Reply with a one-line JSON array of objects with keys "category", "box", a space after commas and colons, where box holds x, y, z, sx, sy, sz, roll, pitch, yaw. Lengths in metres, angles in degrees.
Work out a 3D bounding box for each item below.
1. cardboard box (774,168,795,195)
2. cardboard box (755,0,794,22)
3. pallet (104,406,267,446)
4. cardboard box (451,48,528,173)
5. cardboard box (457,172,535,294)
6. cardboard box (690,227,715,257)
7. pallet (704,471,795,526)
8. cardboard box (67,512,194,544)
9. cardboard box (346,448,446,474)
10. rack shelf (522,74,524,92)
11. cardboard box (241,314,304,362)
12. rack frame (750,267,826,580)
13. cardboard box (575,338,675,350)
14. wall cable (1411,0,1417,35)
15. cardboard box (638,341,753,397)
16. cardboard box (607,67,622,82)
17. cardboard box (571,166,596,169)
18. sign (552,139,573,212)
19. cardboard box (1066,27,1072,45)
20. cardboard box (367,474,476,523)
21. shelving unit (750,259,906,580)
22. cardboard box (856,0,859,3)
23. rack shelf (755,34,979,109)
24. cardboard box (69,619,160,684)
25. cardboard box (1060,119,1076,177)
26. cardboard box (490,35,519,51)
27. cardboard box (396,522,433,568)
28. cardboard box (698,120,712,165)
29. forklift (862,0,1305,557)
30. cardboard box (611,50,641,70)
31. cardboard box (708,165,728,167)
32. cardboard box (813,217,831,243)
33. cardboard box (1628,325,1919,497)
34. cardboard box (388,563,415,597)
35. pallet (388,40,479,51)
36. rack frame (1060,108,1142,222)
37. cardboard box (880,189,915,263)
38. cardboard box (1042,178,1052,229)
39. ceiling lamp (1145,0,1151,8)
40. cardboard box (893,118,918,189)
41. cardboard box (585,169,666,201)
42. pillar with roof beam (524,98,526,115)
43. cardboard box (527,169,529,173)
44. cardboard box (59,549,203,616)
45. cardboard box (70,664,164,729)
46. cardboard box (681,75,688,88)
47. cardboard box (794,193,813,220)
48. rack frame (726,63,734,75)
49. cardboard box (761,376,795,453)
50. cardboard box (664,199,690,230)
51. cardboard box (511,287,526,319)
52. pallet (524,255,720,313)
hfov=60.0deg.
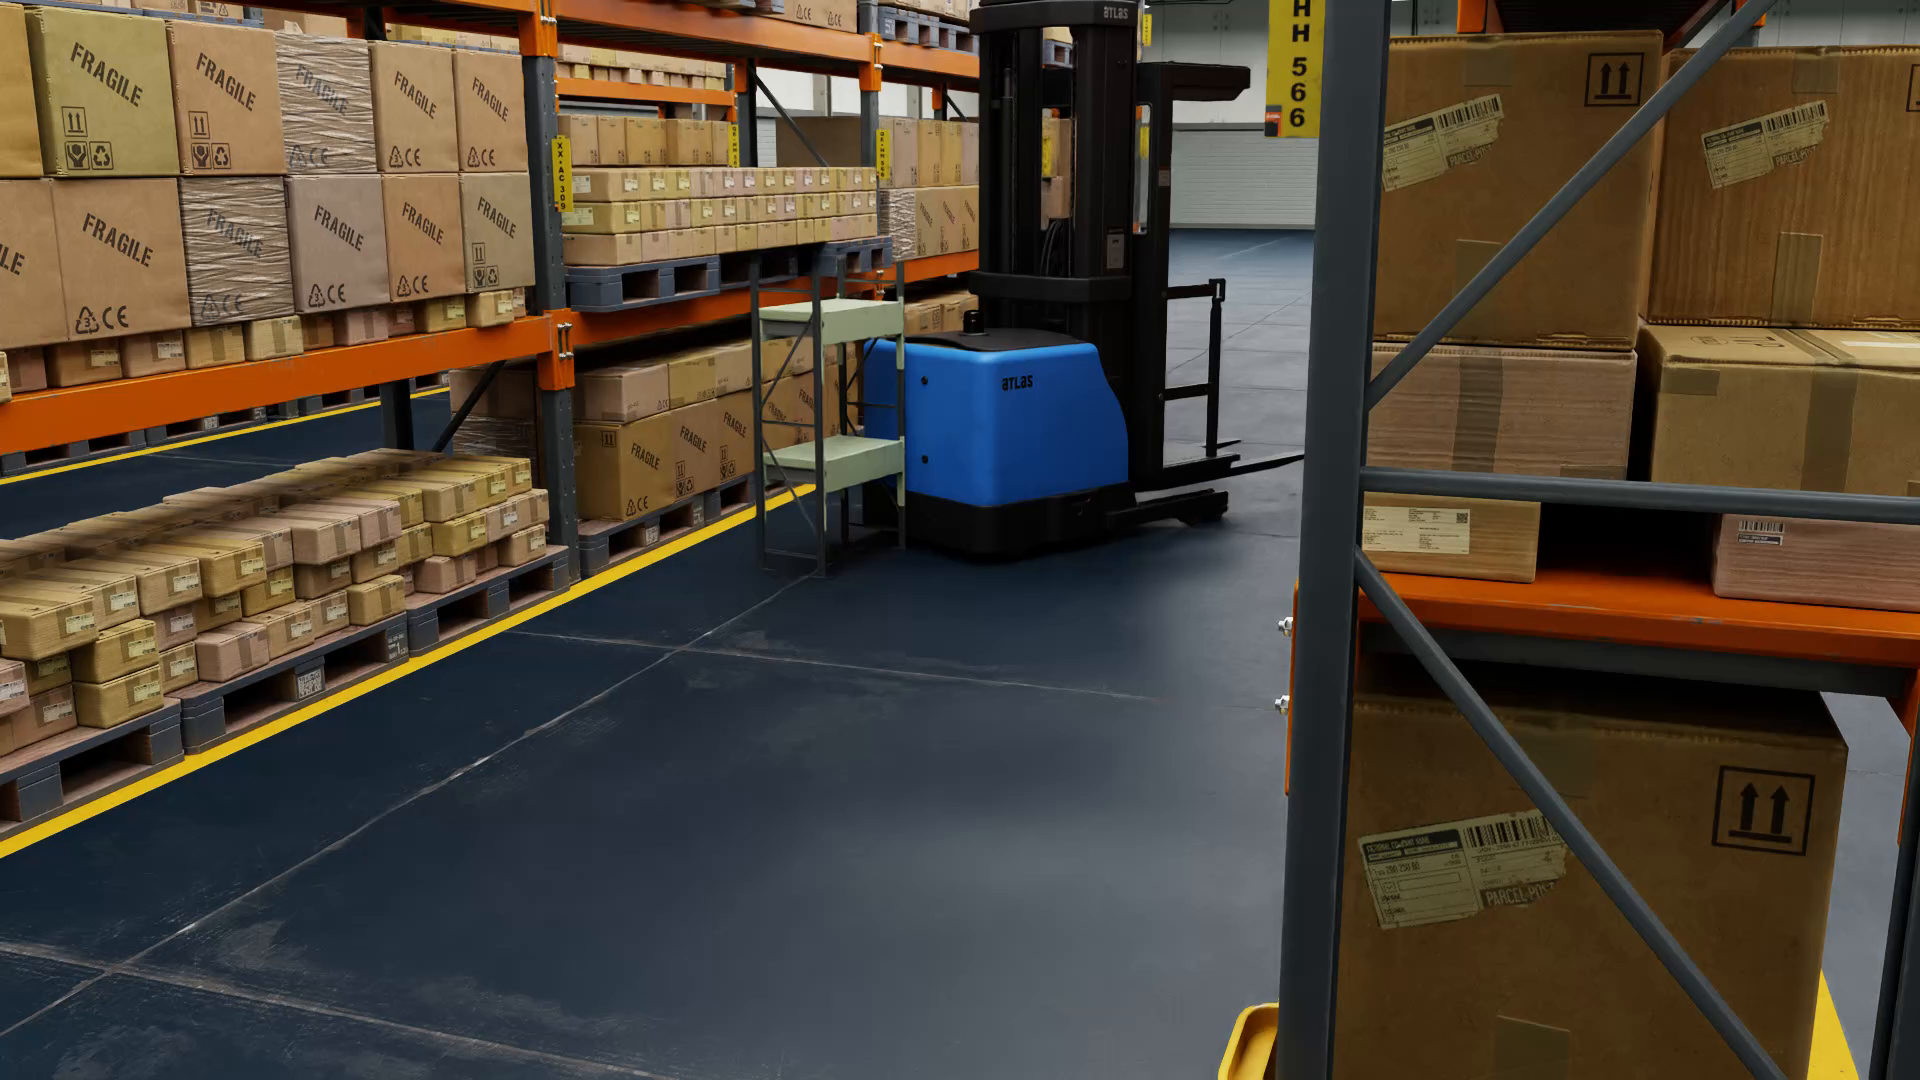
[{"category": "cardboard box", "box": [-1.186, -2.087, 9.675, 0.380, 0.149, 0.250, 5, 14, 21]}, {"category": "cardboard box", "box": [-1.301, -3.284, 9.671, 0.500, 0.500, 0.500, 4, 14, 18]}, {"category": "pallet", "box": [-6.084, -0.938, 12.624, 1.003, 0.211, 1.213, 4, 14, 18]}, {"category": "cardboard box", "box": [-2.232, -1.844, 7.184, 0.500, 0.500, 0.500, 4, 13, 16]}, {"category": "cardboard box", "box": [-2.225, -1.352, 7.279, 0.500, 0.500, 0.500, 4, 14, 18]}, {"category": "cardboard box", "box": [-1.522, -1.577, 8.776, 0.380, 0.149, 0.250, 4, 14, 19]}, {"category": "pallet", "box": [-1.692, -0.343, 10.017, 1.003, 0.211, 1.213, 4, 14, 18]}, {"category": "cardboard box", "box": [-3.173, -0.001, 6.377, 0.380, 0.149, 0.250, 4, 14, 19]}, {"category": "cardboard box", "box": [-2.643, -0.328, 7.810, 0.380, 0.149, 0.250, 5, 14, 21]}, {"category": "rack shelf", "box": [-5.111, -3.991, 14.608, 1.077, 0.370, 4.000, 4, 14, 18]}, {"category": "cardboard box", "box": [-2.644, -0.747, 6.084, 0.380, 0.149, 0.250, 5, 14, 20]}, {"category": "rack frame", "box": [-0.834, -0.560, 8.070, 0.400, 1.500, 0.023, 8, 15, 30]}, {"category": "cardboard box", "box": [-1.997, -1.027, 9.735, 0.500, 0.250, 0.500, 4, 13, 16]}, {"category": "wall cable", "box": [11.944, -15.155, 47.521, 2.305, 6.003, 0.169, 4, 14, 18]}, {"category": "cardboard box", "box": [-1.507, -0.988, 9.566, 0.500, 0.250, 0.500, 5, 14, 21]}, {"category": "cardboard box", "box": [-3.802, -4.905, 17.560, 0.380, 0.149, 0.250, 4, 13, 17]}, {"category": "cardboard box", "box": [-4.057, -3.567, 16.980, 0.500, 0.500, 0.500, 4, 14, 18]}, {"category": "sign", "box": [-1.819, -1.665, 7.598, 0.100, 0.325, 0.005, 4, 14, 18]}, {"category": "cardboard box", "box": [0.857, -4.718, 15.573, 0.380, 0.149, 0.250, 4, 14, 18]}, {"category": "cardboard box", "box": [-2.323, -0.182, 7.172, 0.380, 0.149, 0.250, 4, 14, 18]}, {"category": "shelving unit", "box": [-0.647, -0.630, 8.376, 0.431, 1.500, 0.755, 8, 15, 30]}, {"category": "cardboard box", "box": [-0.782, -3.775, 11.442, 0.380, 0.149, 0.250, 4, 13, 16]}, {"category": "rack shelf", "box": [-0.394, -3.656, 13.140, 1.077, 0.370, 4.000, 4, 14, 18]}, {"category": "cardboard box", "box": [-2.894, 0.352, 5.499, 0.380, 0.149, 0.250, 5, 14, 20]}, {"category": "cardboard box", "box": [0.778, -3.868, 16.430, 0.875, 0.550, 0.550, 4, 14, 18]}, {"category": "cardboard box", "box": [-4.515, -4.761, 15.758, 0.500, 0.250, 0.500, 4, 13, 17]}, {"category": "cardboard box", "box": [-2.456, 0.010, 6.998, 0.380, 0.149, 0.250, 4, 14, 19]}, {"category": "cardboard box", "box": [-3.299, -4.594, 19.237, 0.700, 0.500, 0.500, 4, 14, 19]}, {"category": "forklift", "box": [0.900, -1.593, 9.383, 3.031, 2.935, 1.130, -11, 17, -41]}, {"category": "cardboard box", "box": [-3.730, -5.121, 17.613, 0.500, 0.250, 0.500, 4, 14, 19]}, {"category": "cardboard box", "box": [-3.084, -4.202, 19.765, 0.500, 0.500, 0.500, 4, 13, 17]}, {"category": "cardboard box", "box": [-1.015, -1.910, 10.235, 0.380, 0.149, 0.250, 4, 14, 18]}, {"category": "cardboard box", "box": [1.442, -0.214, 2.852, 0.500, 0.250, 0.500, 4, 13, 17]}, {"category": "cardboard box", "box": [-2.528, 0.167, 6.978, 0.380, 0.149, 0.250, 4, 13, 17]}, {"category": "pallet", "box": [-5.097, -4.330, 14.900, 1.213, 0.211, 1.003, 4, 14, 18]}, {"category": "rack frame", "box": [1.547, -3.807, 18.928, 1.000, 3.000, 0.127, 4, 14, 18]}, {"category": "cardboard box", "box": [-0.640, -2.247, 11.866, 0.500, 0.500, 0.500, 5, 14, 19]}, {"category": "cardboard box", "box": [0.361, -3.117, 15.566, 0.875, 0.550, 0.550, 4, 14, 18]}, {"category": "ceiling lamp", "box": [4.005, -15.349, 42.896, 2.000, 3.185, 0.800, 4, 14, 18]}, {"category": "cardboard box", "box": [-0.724, -2.860, 12.304, 0.700, 0.500, 0.500, 4, 13, 18]}, {"category": "cardboard box", "box": [-1.688, -1.762, 8.251, 0.380, 0.149, 0.250, 5, 14, 20]}, {"category": "pillar with roof beam", "box": [-2.930, -8.296, 25.110, 9.100, 9.000, 0.400, 4, 14, 18]}, {"category": "cardboard box", "box": [-2.304, -1.808, 8.454, 0.380, 0.149, 0.250, 4, 13, 17]}, {"category": "cardboard box", "box": [-2.860, 0.144, 5.741, 0.380, 0.149, 0.250, 5, 14, 21]}, {"category": "cardboard box", "box": [-2.890, 0.500, 5.521, 0.380, 0.149, 0.250, 5, 14, 19]}, {"category": "cardboard box", "box": [-3.333, -5.230, 18.987, 0.380, 0.149, 0.250, 4, 14, 19]}, {"category": "cardboard box", "box": [-1.102, -1.997, 9.947, 0.380, 0.149, 0.250, 4, 14, 18]}, {"category": "rack frame", "box": [-3.169, -7.067, 19.729, 1.000, 3.000, 0.127, 4, 14, 18]}, {"category": "cardboard box", "box": [-1.334, -0.730, 10.120, 0.500, 0.500, 0.500, 4, 13, 16]}, {"category": "cardboard box", "box": [-1.608, -1.667, 8.503, 0.380, 0.149, 0.250, 5, 14, 20]}, {"category": "cardboard box", "box": [-2.206, -1.081, 7.549, 0.380, 0.149, 0.250, 4, 14, 18]}, {"category": "pallet", "box": [-1.950, -1.338, 8.539, 1.003, 0.211, 1.213, 4, 14, 18]}]
